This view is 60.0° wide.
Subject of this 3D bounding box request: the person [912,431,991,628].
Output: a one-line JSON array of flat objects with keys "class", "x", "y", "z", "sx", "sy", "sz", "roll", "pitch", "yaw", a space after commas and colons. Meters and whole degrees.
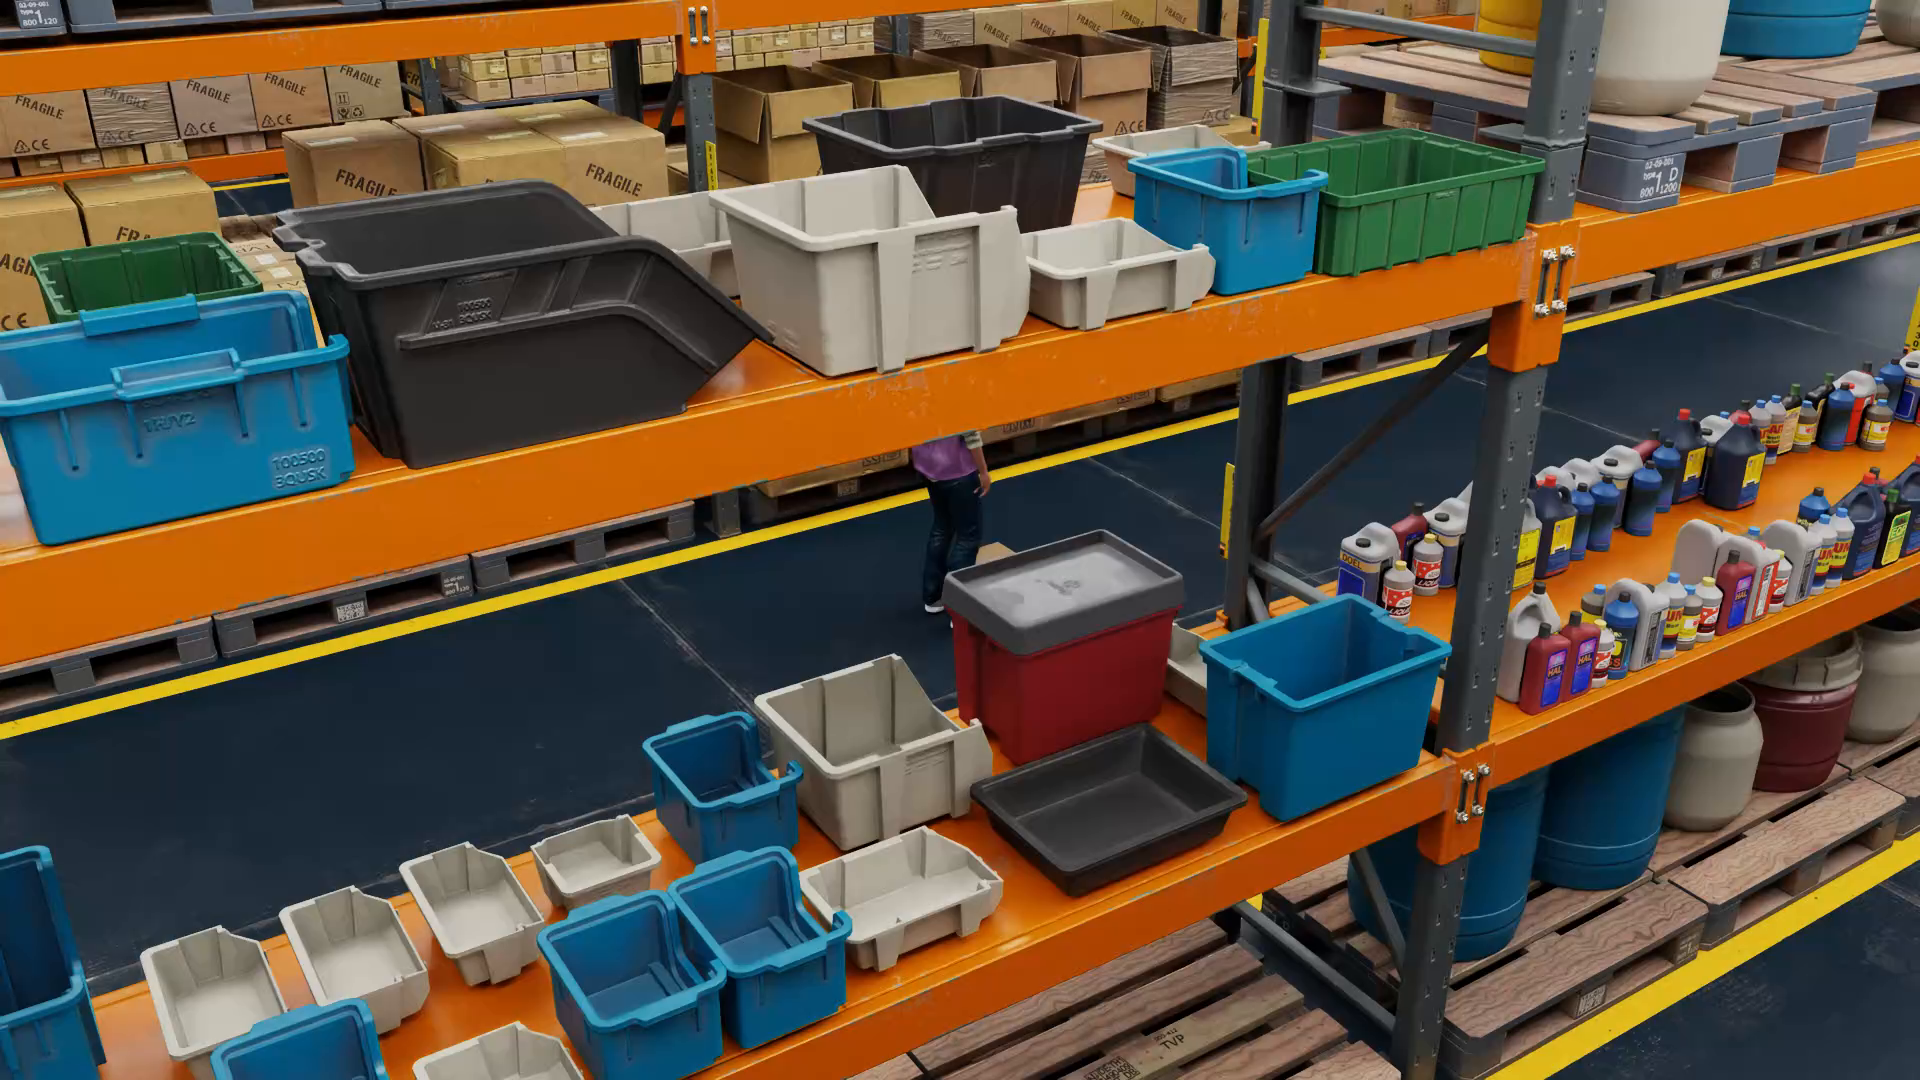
[{"class": "person", "x": -0.032, "y": -0.353, "z": 7.863, "sx": 0.348, "sy": 1.593, "sz": 0.476, "roll": -16, "pitch": 30, "yaw": -31}]
